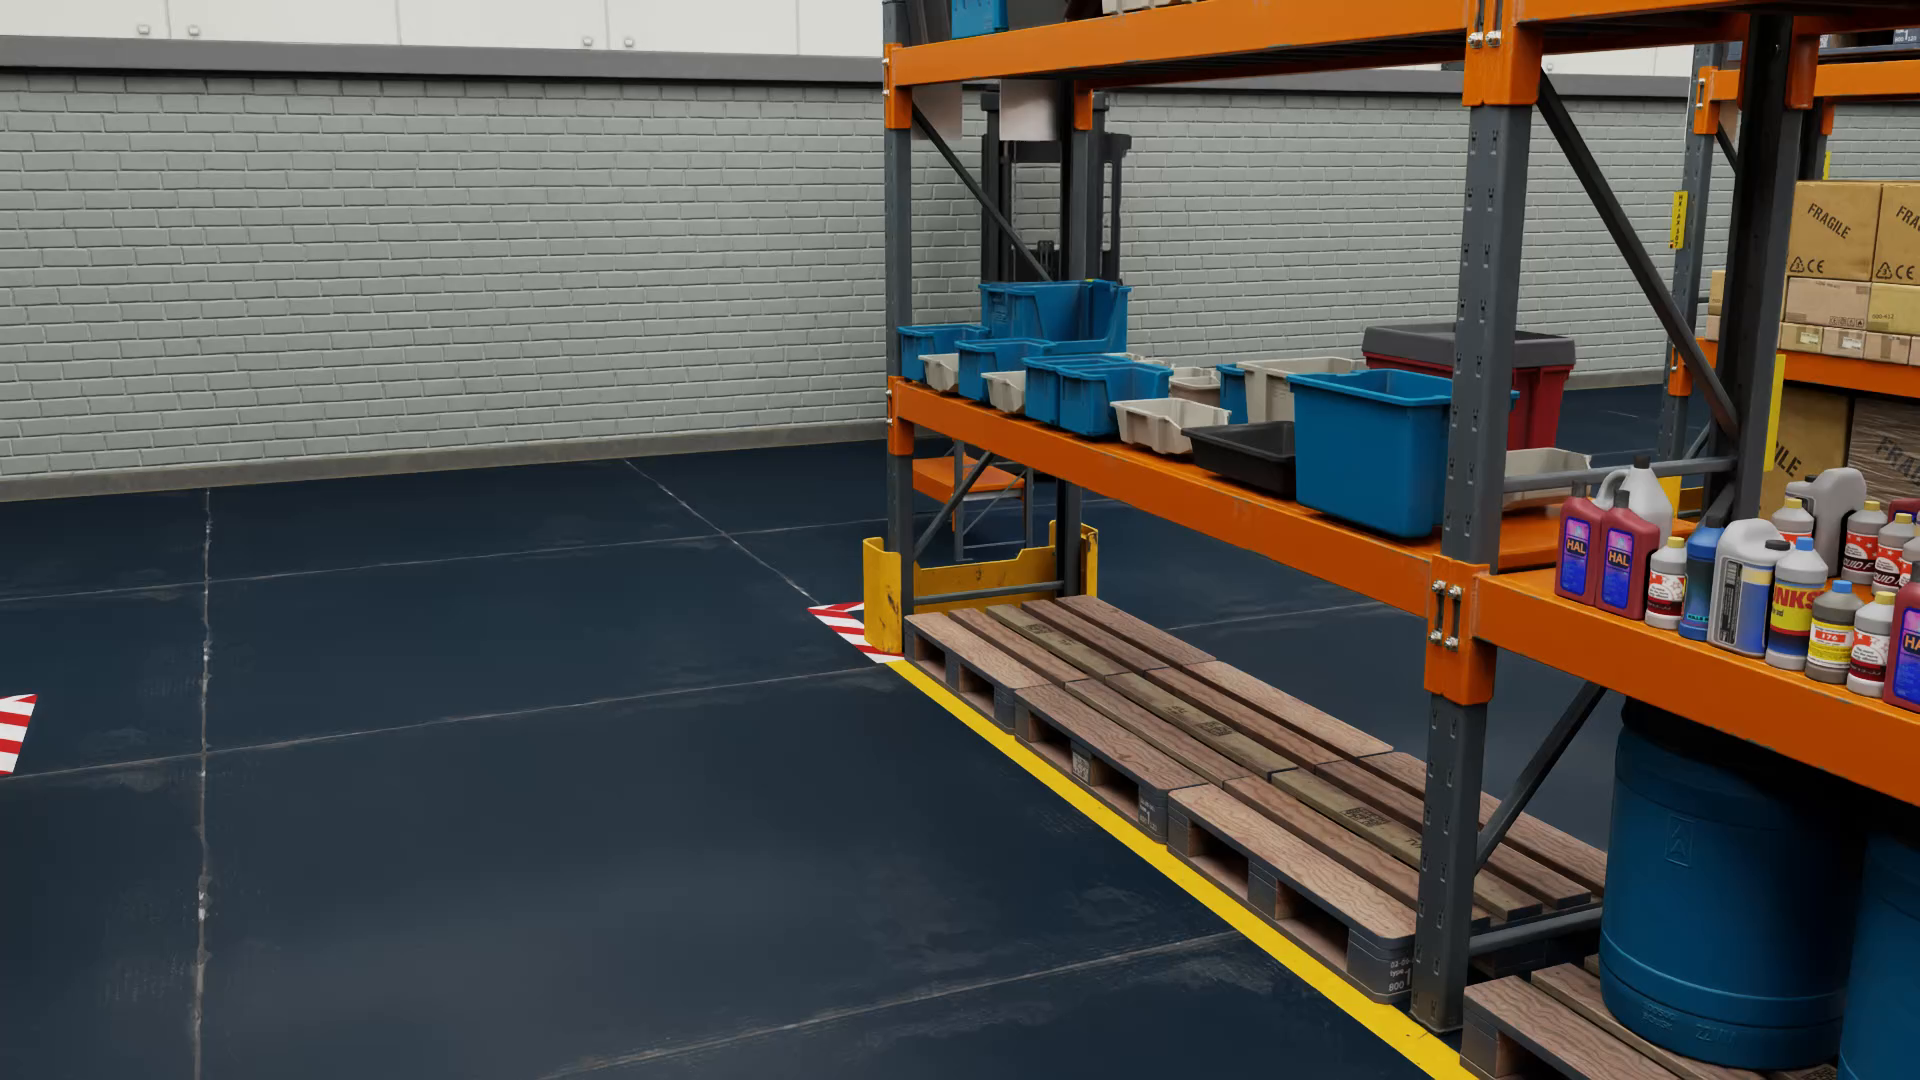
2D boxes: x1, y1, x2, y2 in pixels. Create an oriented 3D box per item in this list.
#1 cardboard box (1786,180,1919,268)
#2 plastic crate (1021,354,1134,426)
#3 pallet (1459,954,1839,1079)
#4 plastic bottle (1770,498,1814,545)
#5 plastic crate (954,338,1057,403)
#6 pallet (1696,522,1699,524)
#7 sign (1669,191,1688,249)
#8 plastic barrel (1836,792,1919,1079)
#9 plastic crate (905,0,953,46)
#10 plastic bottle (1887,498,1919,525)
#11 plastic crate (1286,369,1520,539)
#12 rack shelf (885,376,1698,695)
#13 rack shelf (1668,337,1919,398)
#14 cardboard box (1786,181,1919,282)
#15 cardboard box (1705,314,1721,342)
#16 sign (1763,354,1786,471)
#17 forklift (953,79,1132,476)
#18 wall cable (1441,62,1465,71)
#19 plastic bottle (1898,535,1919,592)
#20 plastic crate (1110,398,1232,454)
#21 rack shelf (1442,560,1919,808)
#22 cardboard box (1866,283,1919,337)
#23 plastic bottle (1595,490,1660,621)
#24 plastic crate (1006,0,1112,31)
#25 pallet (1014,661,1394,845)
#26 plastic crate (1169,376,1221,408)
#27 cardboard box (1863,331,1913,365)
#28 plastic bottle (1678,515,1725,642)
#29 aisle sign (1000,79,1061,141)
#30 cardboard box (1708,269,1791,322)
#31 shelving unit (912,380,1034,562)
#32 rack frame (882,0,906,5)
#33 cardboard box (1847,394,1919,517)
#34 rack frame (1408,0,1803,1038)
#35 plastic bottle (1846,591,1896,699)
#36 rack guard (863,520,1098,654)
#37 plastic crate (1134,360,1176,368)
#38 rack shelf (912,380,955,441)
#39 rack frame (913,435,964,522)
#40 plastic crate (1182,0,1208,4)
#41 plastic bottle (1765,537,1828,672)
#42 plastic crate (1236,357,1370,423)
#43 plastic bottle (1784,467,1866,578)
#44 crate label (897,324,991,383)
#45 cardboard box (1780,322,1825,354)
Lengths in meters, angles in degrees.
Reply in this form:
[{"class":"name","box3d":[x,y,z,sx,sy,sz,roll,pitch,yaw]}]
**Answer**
[{"class":"cardboard box","box3d":[5.105,-1.800,9.506,0.500,0.500,0.500,-5,14,-22]},{"class":"plastic crate","box3d":[0.455,-0.587,6.494,0.416,0.233,0.300,-6,14,-23]},{"class":"pallet","box3d":[2.004,1.356,4.045,1.003,0.211,1.213,-6,14,-23]},{"class":"plastic bottle","box3d":[2.080,-0.002,4.167,0.097,0.201,0.097,0,13,0]},{"class":"plastic crate","box3d":[0.191,-0.723,7.082,0.416,0.233,0.300,-6,14,-23]},{"class":"pallet","box3d":[5.061,0.077,9.570,1.003,0.211,1.213,-6,14,-23]},{"class":"sign","box3d":[4.158,-1.851,9.621,0.100,0.325,0.005,-6,14,-23]},{"class":"plastic barrel","box3d":[2.219,0.912,3.500,0.600,0.901,0.708,-6,14,-23]},{"class":"plastic crate","box3d":[0.029,-2.286,7.230,0.497,0.269,0.590,-6,14,-23]},{"class":"plastic bottle","box3d":[2.321,-0.013,4.034,0.061,0.283,0.133,-6,14,-23]},{"class":"plastic crate","box3d":[1.233,-0.253,4.714,0.392,0.384,0.575,-6,14,-23]},{"class":"rack shelf","box3d":[0.932,-0.229,6.302,1.077,0.370,4.000,-6,14,-23]},{"class":"rack shelf","box3d":[5.470,-0.676,8.235,1.077,0.370,4.000,-6,14,-23]},{"class":"cardboard box","box3d":[4.814,-1.650,8.858,0.500,0.500,0.500,-6,14,-24]},{"class":"cardboard box","box3d":[4.508,-1.214,9.522,0.380,0.149,0.250,-5,14,-22]},{"class":"sign","box3d":[2.237,-0.350,4.617,0.100,0.325,0.005,-6,14,-23]},{"class":"forklift","box3d":[0.757,-2.177,13.274,1.130,2.935,3.031,3,13,12]},{"class":"wall cable","box3d":[5.562,-7.410,15.293,2.277,5.999,0.120,-6,14,-23]},{"class":"plastic bottle","box3d":[2.226,0.073,3.841,0.097,0.201,0.097,0,13,0]},{"class":"plastic crate","box3d":[0.760,-0.400,5.896,0.293,0.136,0.466,-6,14,-23]},{"class":"rack shelf","box3d":[2.534,0.598,2.731,1.077,0.370,4.000,-6,14,-23]},{"class":"cardboard box","box3d":[5.026,-1.177,8.477,0.500,0.250,0.500,-6,14,-25]},{"class":"plastic bottle","box3d":[1.542,0.033,3.836,0.061,0.283,0.133,-6,14,-23]},{"class":"plastic crate","box3d":[0.490,-2.083,6.204,0.504,0.338,0.767,-6,14,-23]},{"class":"pallet","box3d":[0.910,0.792,6.482,1.003,0.211,1.213,-6,14,-23]},{"class":"plastic crate","box3d":[0.995,-0.565,6.611,0.298,0.136,0.250,-6,14,-23]},{"class":"cardboard box","box3d":[4.922,-1.002,8.605,0.380,0.149,0.250,-6,14,-24]},{"class":"plastic bottle","box3d":[1.644,0.081,3.654,0.097,0.271,0.097,0,13,0]},{"class":"aisle sign","box3d":[0.370,-2.300,7.892,0.394,0.787,0.004,-6,14,-23]},{"class":"cardboard box","box3d":[4.613,-1.388,9.389,0.500,0.250,0.500,-6,14,-24]},{"class":"shelving unit","box3d":[-0.003,-0.549,10.249,0.538,1.125,1.048,-6,14,-23]},{"class":"rack frame","box3d":[0.130,-3.915,7.330,1.000,3.000,0.127,-6,14,-23]},{"class":"cardboard box","box3d":[5.363,-0.296,8.779,0.875,0.875,0.875,-6,14,-23]},{"class":"rack frame","box3d":[1.733,-0.166,4.435,1.000,3.000,0.127,-6,14,-23]},{"class":"plastic bottle","box3d":[1.815,0.203,3.281,0.097,0.201,0.097,0,13,0]},{"class":"rack guard","box3d":[0.109,0.221,8.304,1.175,0.500,0.348,-6,14,-23]},{"class":"plastic crate","box3d":[0.726,-0.680,7.107,0.396,0.136,0.243,-6,14,-23]},{"class":"rack shelf","box3d":[-0.003,-0.835,10.183,0.538,0.278,1.000,-6,14,-23]},{"class":"rack frame","box3d":[-0.206,-0.654,10.703,0.500,1.125,0.032,-6,14,-23]},{"class":"plastic crate","box3d":[0.874,-1.727,5.114,0.293,0.136,0.466,-6,14,-23]},{"class":"plastic bottle","box3d":[1.737,0.129,3.447,0.097,0.271,0.097,0,13,0]},{"class":"plastic crate","box3d":[1.290,-0.470,5.877,0.437,0.282,0.530,-6,14,-23]},{"class":"plastic bottle","box3d":[2.187,-0.054,4.224,0.152,0.276,0.135,-6,14,-23]},{"class":"crate label","box3d":[-0.072,-0.860,7.669,0.416,0.233,0.303,-6,14,-23]},{"class":"cardboard box","box3d":[4.715,-1.109,9.065,0.380,0.149,0.250,-6,14,-24]}]
